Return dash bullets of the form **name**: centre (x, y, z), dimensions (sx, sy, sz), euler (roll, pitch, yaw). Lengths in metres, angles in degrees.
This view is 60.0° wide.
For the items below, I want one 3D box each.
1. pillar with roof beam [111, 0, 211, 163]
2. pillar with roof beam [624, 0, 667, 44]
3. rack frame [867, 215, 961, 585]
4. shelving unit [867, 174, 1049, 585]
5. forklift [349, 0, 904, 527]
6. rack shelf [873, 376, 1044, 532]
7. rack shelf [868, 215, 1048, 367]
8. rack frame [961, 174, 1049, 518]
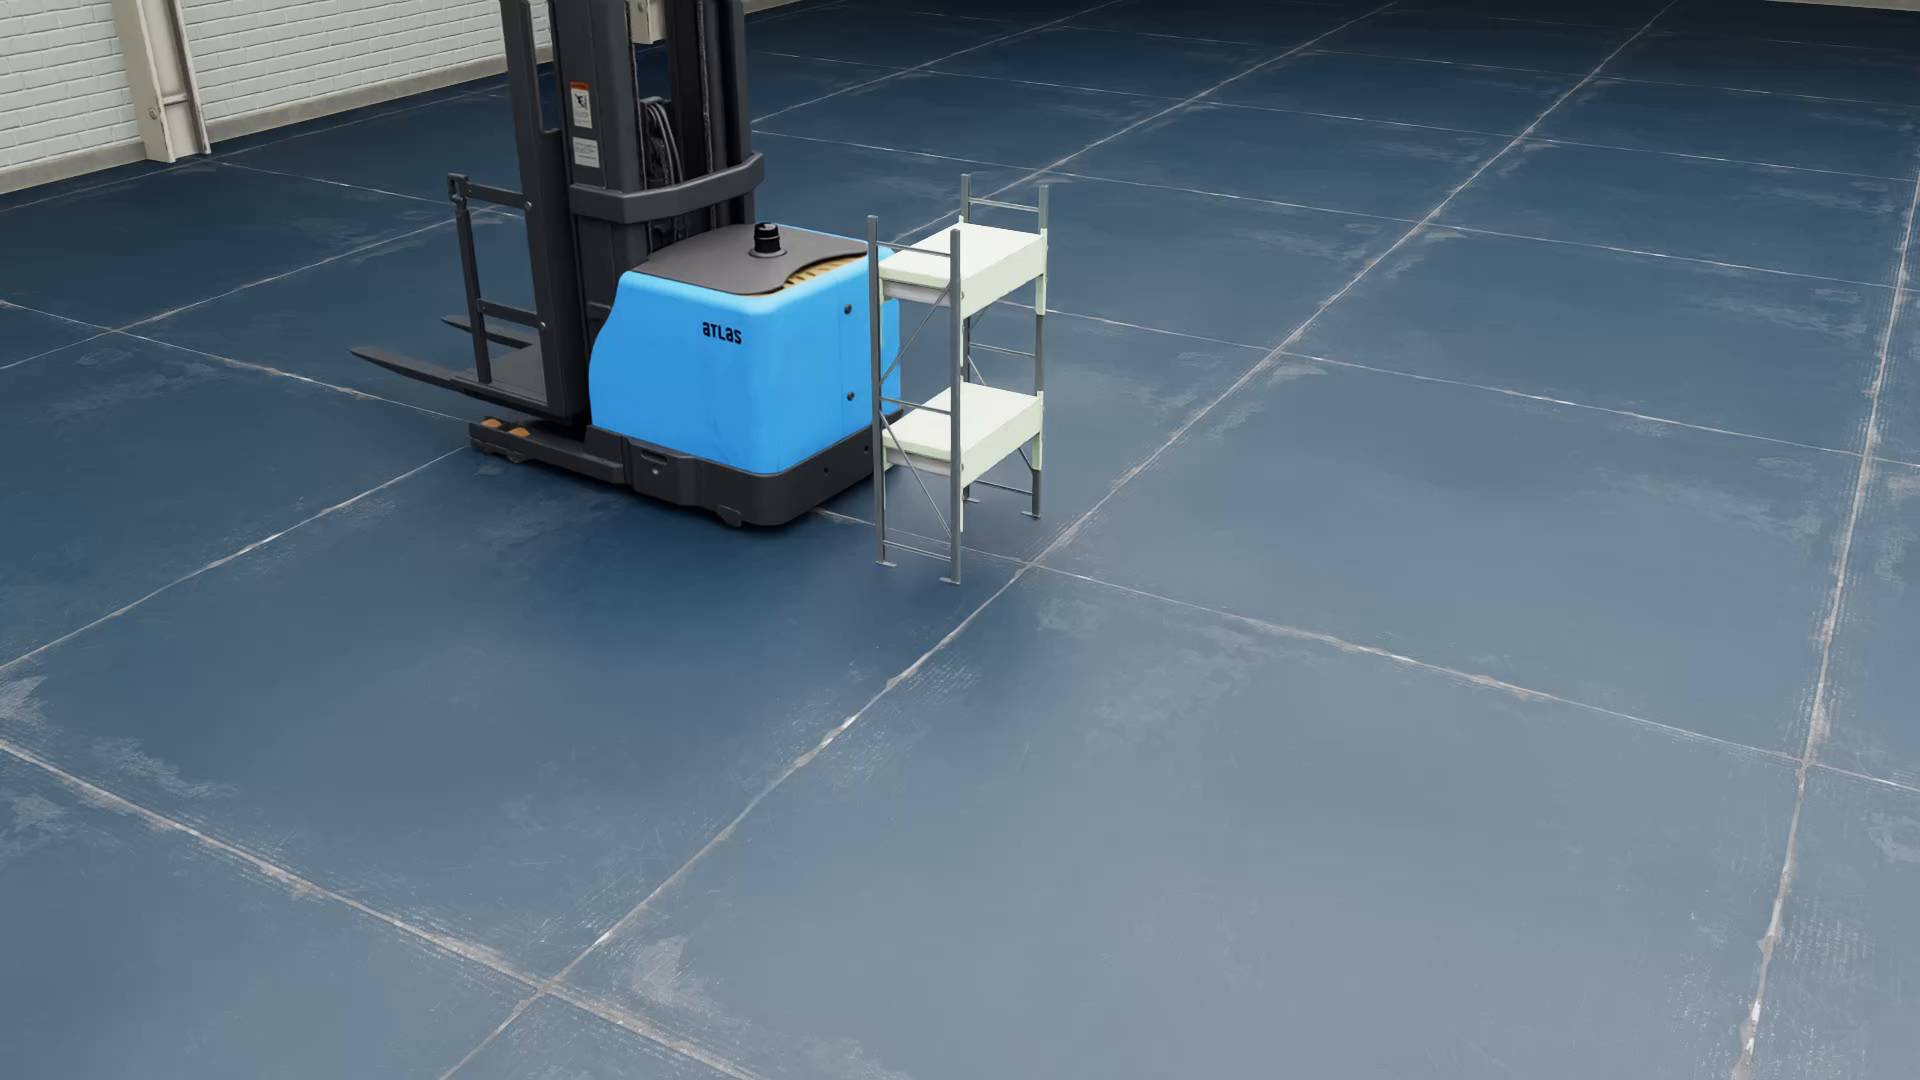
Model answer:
- **pillar with roof beam**: centre (-2.586, -6.194, 9.570), dimensions (9.100, 9.000, 0.400), euler (14, 30, 26)
- **pillar with roof beam**: centre (0.365, -8.532, 14.242), dimensions (9.100, 9.000, 0.400), euler (14, 30, 26)
- **rack frame**: centre (-0.177, -0.531, 6.635), dimensions (0.400, 1.500, 0.023), euler (14, 30, 26)
- **shelving unit**: centre (0.003, -0.673, 6.919), dimensions (0.431, 1.500, 0.755), euler (14, 30, 26)
- **forklift**: centre (-1.773, -1.860, 7.691), dimensions (3.031, 2.935, 1.130), euler (17, 31, 30)
- **rack shelf**: centre (0.003, -0.382, 7.065), dimensions (0.431, 0.370, 0.720), euler (14, 30, 26)
- **rack shelf**: centre (0.003, -1.022, 6.745), dimensions (0.431, 0.370, 0.720), euler (14, 30, 26)
- **rack frame**: centre (0.183, -0.816, 7.204), dimensions (0.400, 1.500, 0.023), euler (14, 30, 26)
